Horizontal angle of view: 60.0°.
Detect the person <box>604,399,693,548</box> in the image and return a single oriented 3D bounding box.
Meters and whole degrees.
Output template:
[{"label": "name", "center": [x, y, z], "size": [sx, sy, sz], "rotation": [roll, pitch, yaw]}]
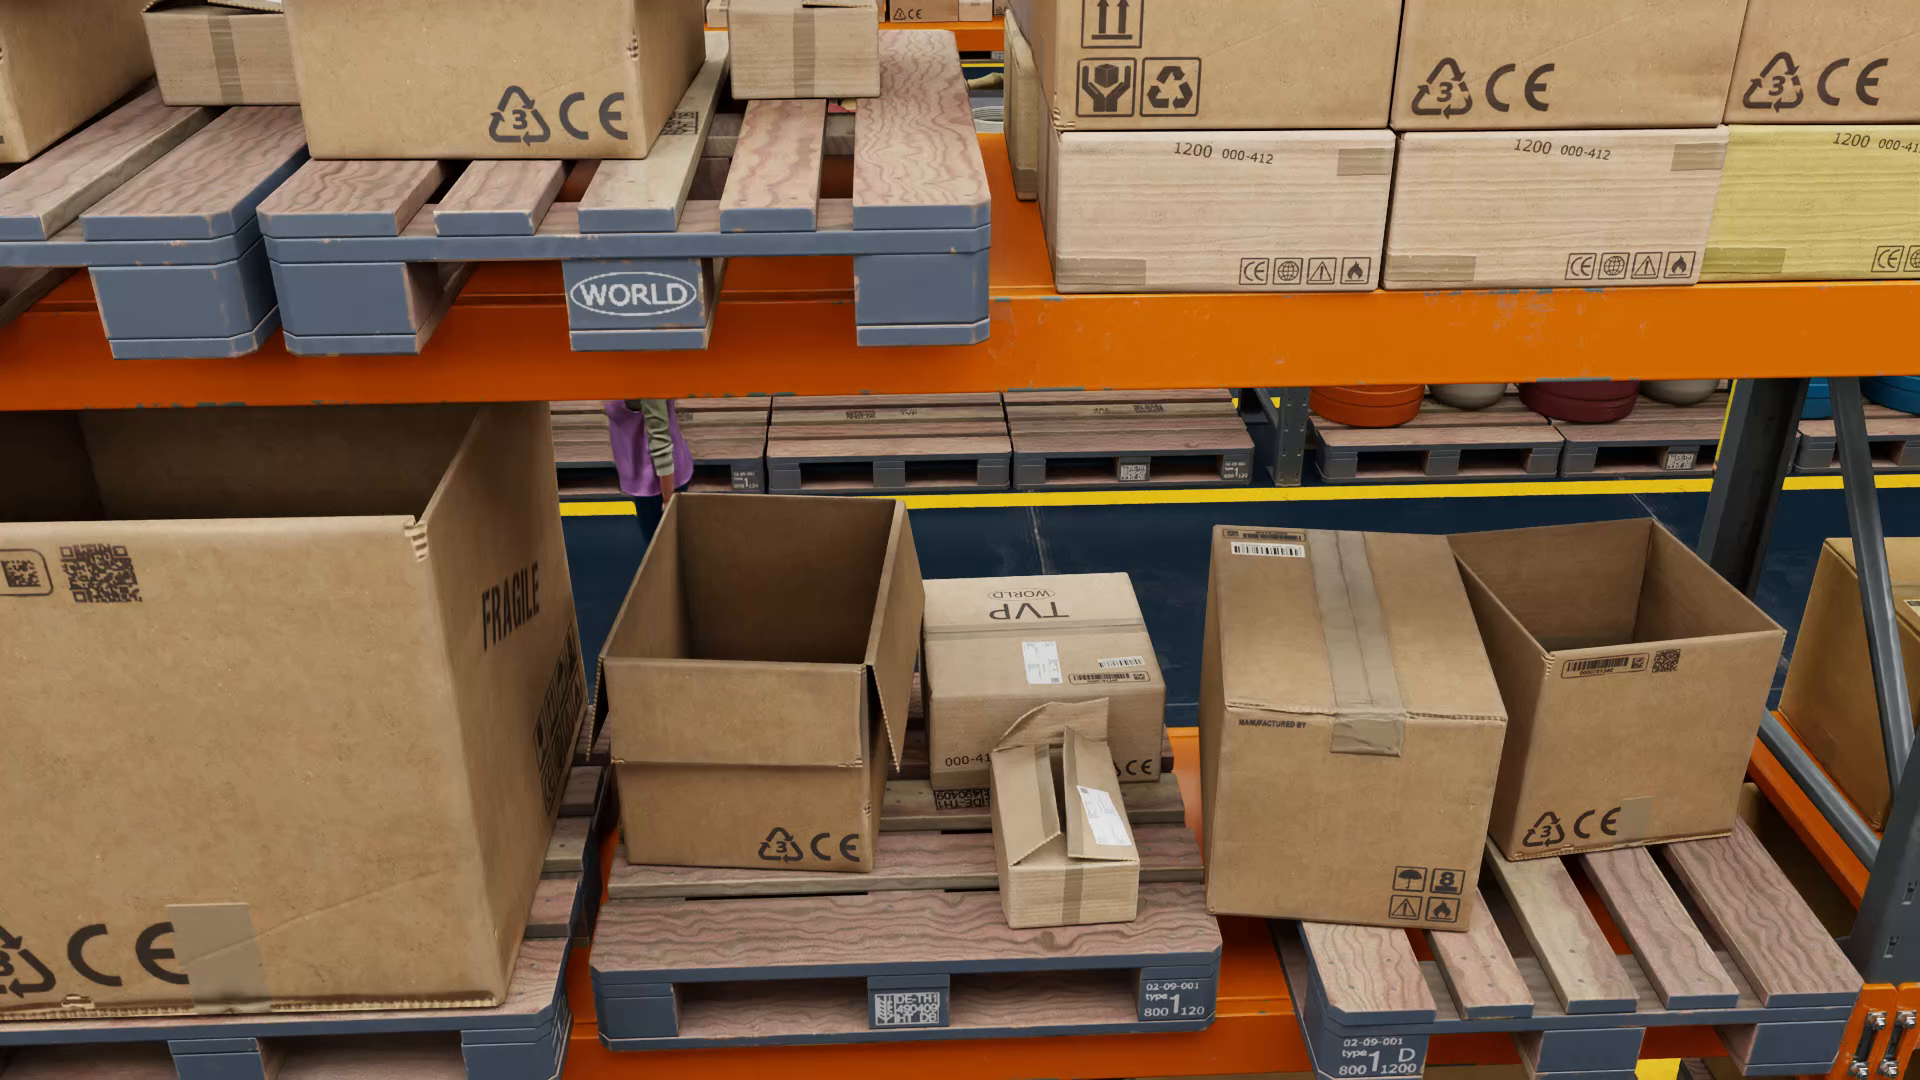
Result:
[{"label": "person", "center": [-1.130, -0.282, 6.647], "size": [0.471, 1.588, 0.584], "rotation": [-2, 28, -3]}]
